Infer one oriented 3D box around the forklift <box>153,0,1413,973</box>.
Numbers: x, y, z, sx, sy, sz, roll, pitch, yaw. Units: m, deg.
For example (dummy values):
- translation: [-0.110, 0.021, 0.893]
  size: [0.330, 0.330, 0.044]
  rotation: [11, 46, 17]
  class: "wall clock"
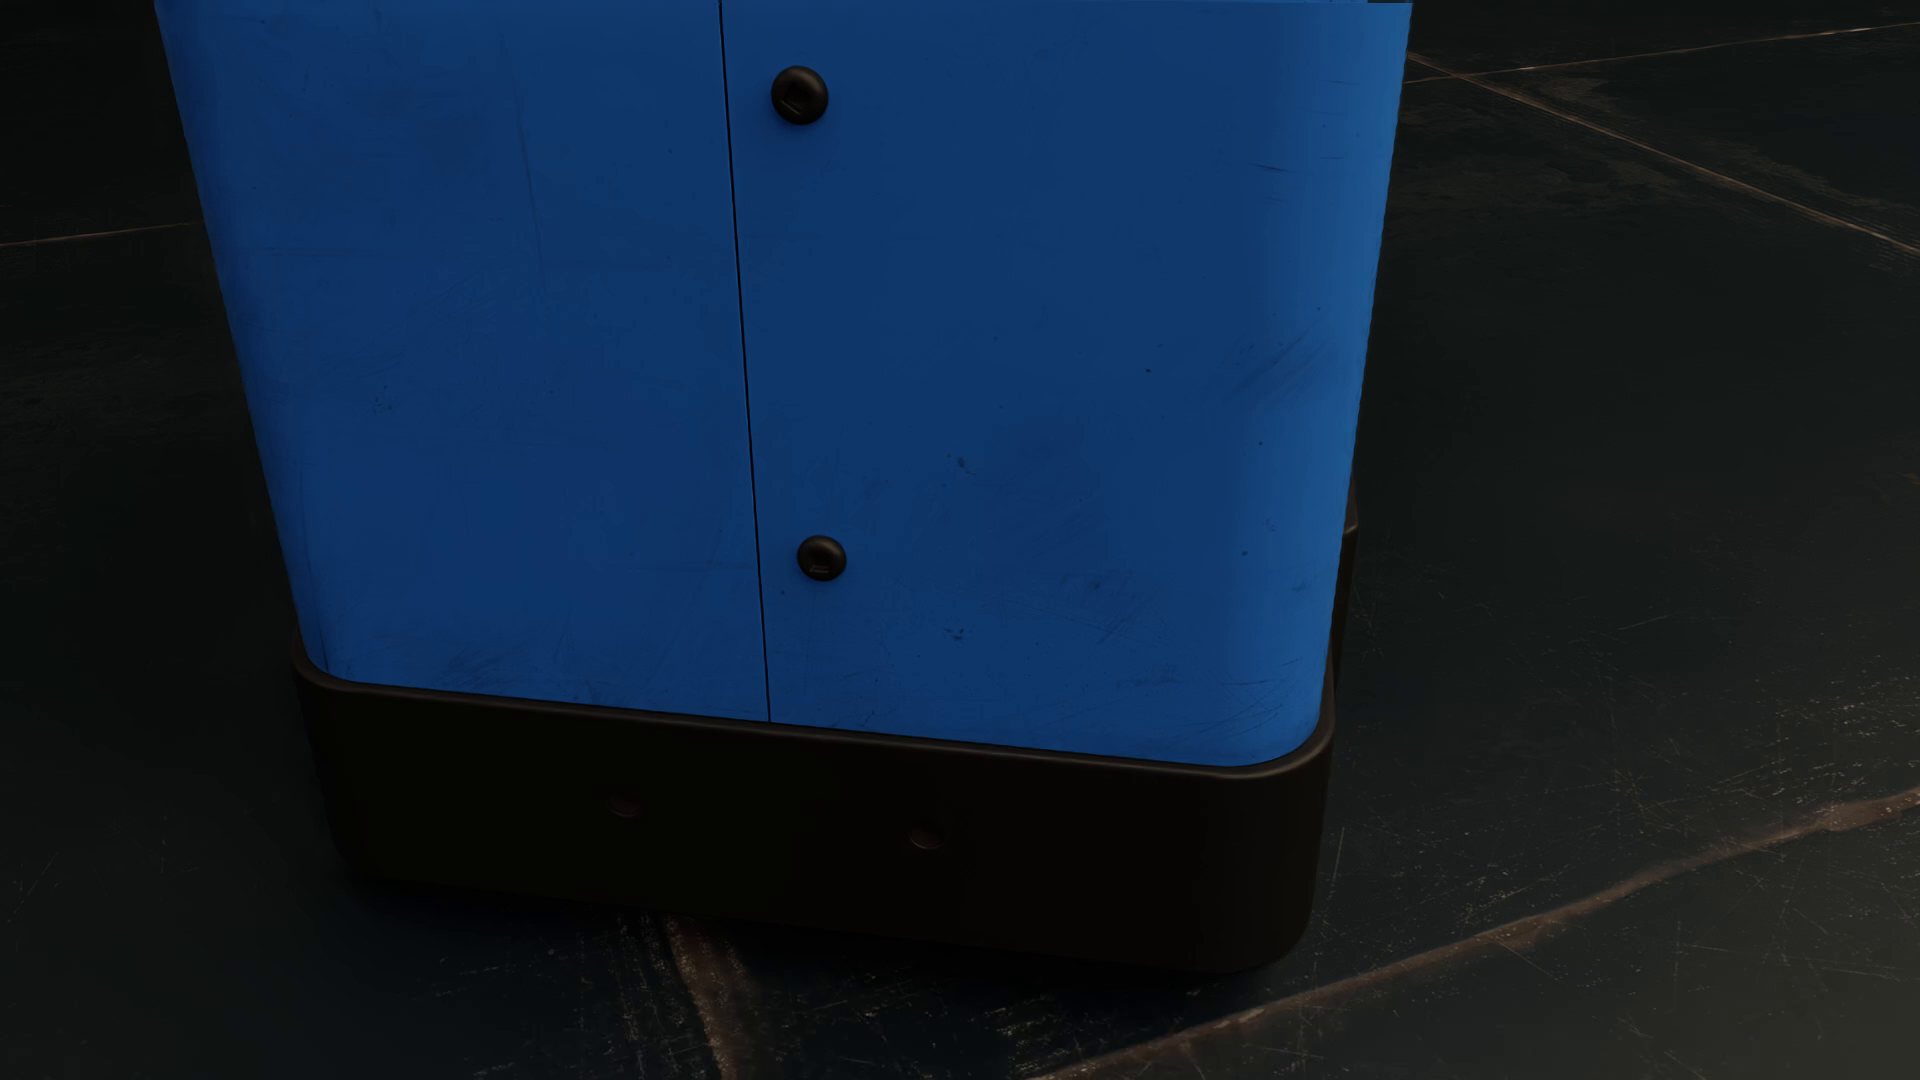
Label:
- translation: [0.064, -1.563, 2.283]
  size: [1.130, 2.935, 3.031]
  rotation: [5, 30, 8]
  class: "forklift"
